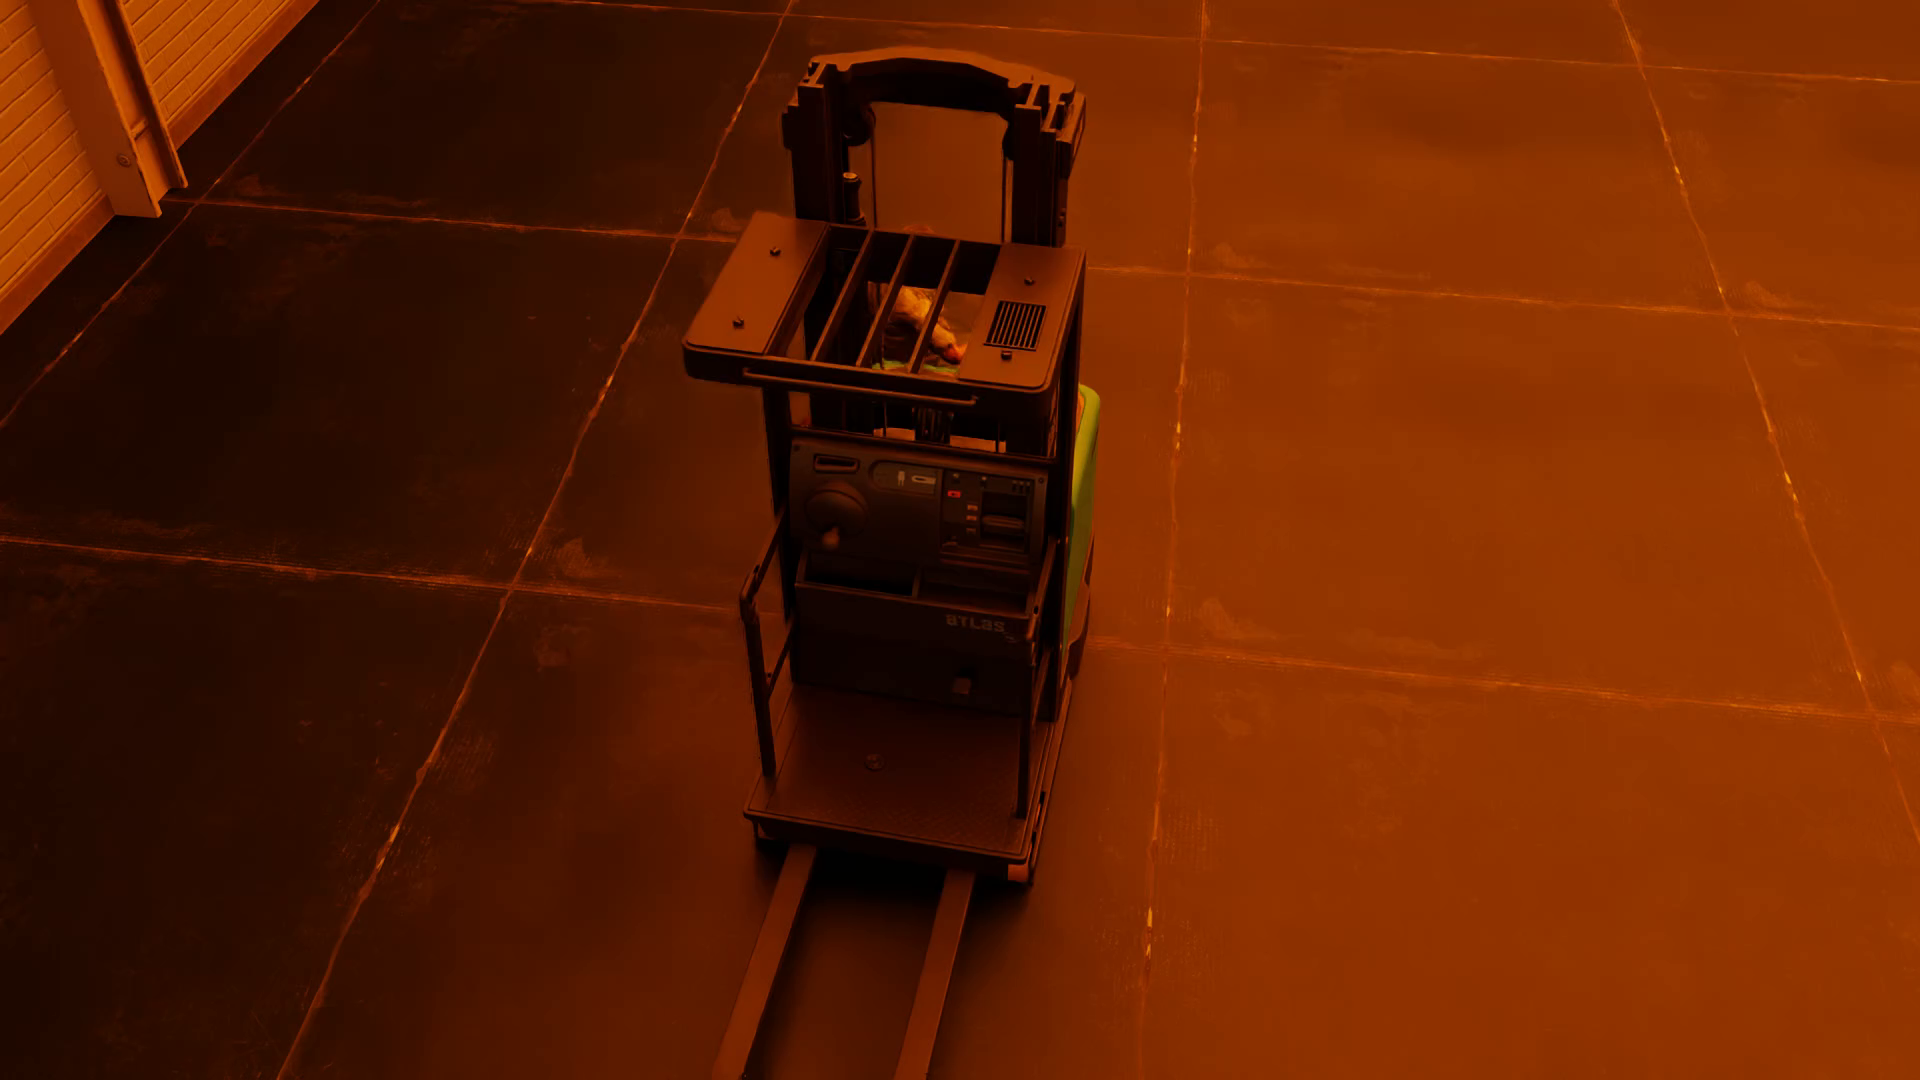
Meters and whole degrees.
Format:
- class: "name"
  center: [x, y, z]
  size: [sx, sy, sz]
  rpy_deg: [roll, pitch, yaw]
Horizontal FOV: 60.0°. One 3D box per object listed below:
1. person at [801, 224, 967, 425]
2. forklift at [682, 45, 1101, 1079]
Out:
- class: "person"
  center: [-0.178, -0.878, 7.782]
  size: [0.779, 1.437, 1.285]
  rpy_deg: [-27, 49, -26]
- class: "forklift"
  center: [-0.195, -0.033, 5.760]
  size: [1.130, 2.935, 3.031]
  rpy_deg: [8, 43, 9]
